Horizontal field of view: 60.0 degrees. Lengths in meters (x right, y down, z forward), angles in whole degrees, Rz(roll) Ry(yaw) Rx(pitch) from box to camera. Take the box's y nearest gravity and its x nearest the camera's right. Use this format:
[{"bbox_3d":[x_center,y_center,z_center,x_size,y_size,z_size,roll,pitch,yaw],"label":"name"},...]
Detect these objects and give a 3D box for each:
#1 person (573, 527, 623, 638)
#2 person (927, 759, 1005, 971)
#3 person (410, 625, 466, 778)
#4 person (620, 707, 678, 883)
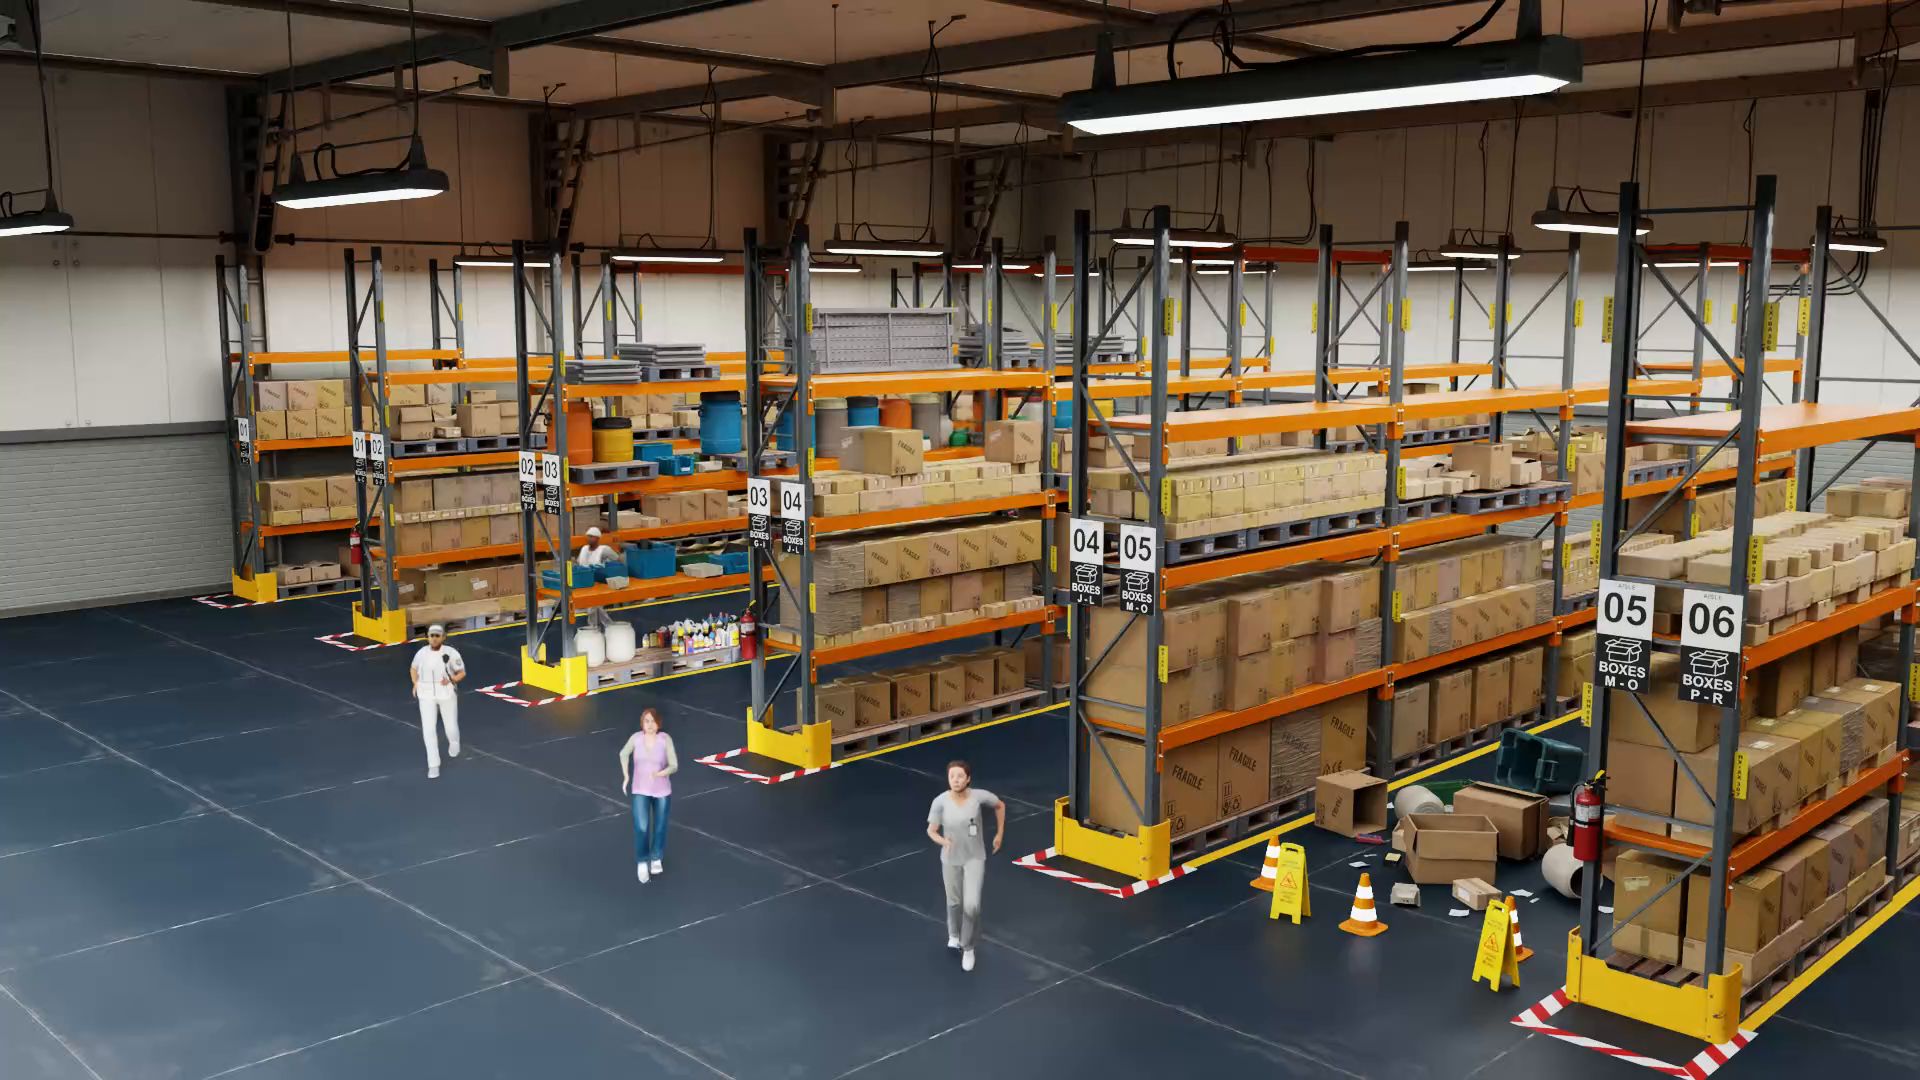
[{"bbox_3d":[-5.515,0.707,25.142,0.672,1.814,0.903,5,10,34],"label":"person"},{"bbox_3d":[0.044,2.512,12.984,0.578,1.655,0.849,1,8,7],"label":"person"},{"bbox_3d":[-5.797,1.748,18.477,0.621,1.636,0.843,-1,8,-10],"label":"person"},{"bbox_3d":[-2.772,2.280,14.863,0.508,1.587,0.657,-2,8,-12],"label":"person"}]
